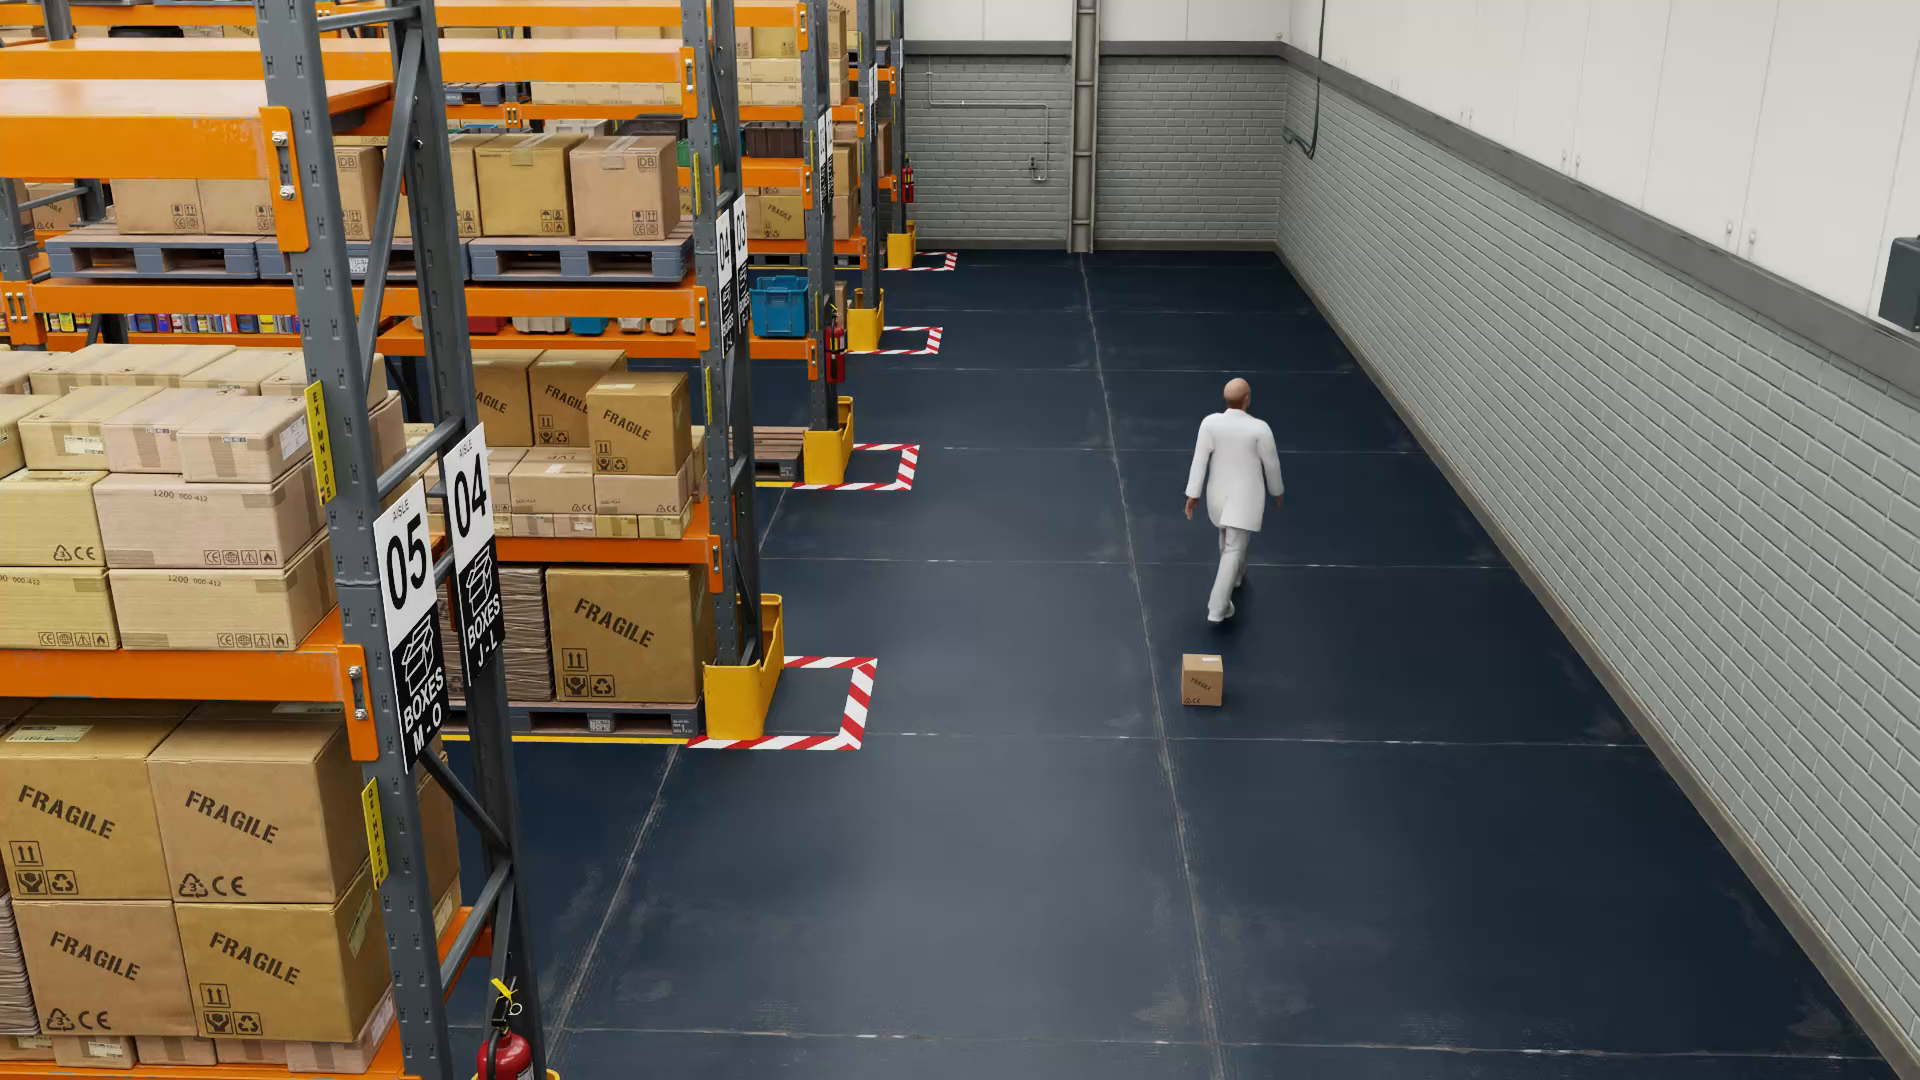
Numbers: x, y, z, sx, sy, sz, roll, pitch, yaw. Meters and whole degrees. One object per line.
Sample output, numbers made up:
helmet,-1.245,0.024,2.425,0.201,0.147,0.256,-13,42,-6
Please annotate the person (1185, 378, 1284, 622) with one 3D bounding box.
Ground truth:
person,2.018,-0.360,12.033,0.620,1.710,1.144,13,24,31
